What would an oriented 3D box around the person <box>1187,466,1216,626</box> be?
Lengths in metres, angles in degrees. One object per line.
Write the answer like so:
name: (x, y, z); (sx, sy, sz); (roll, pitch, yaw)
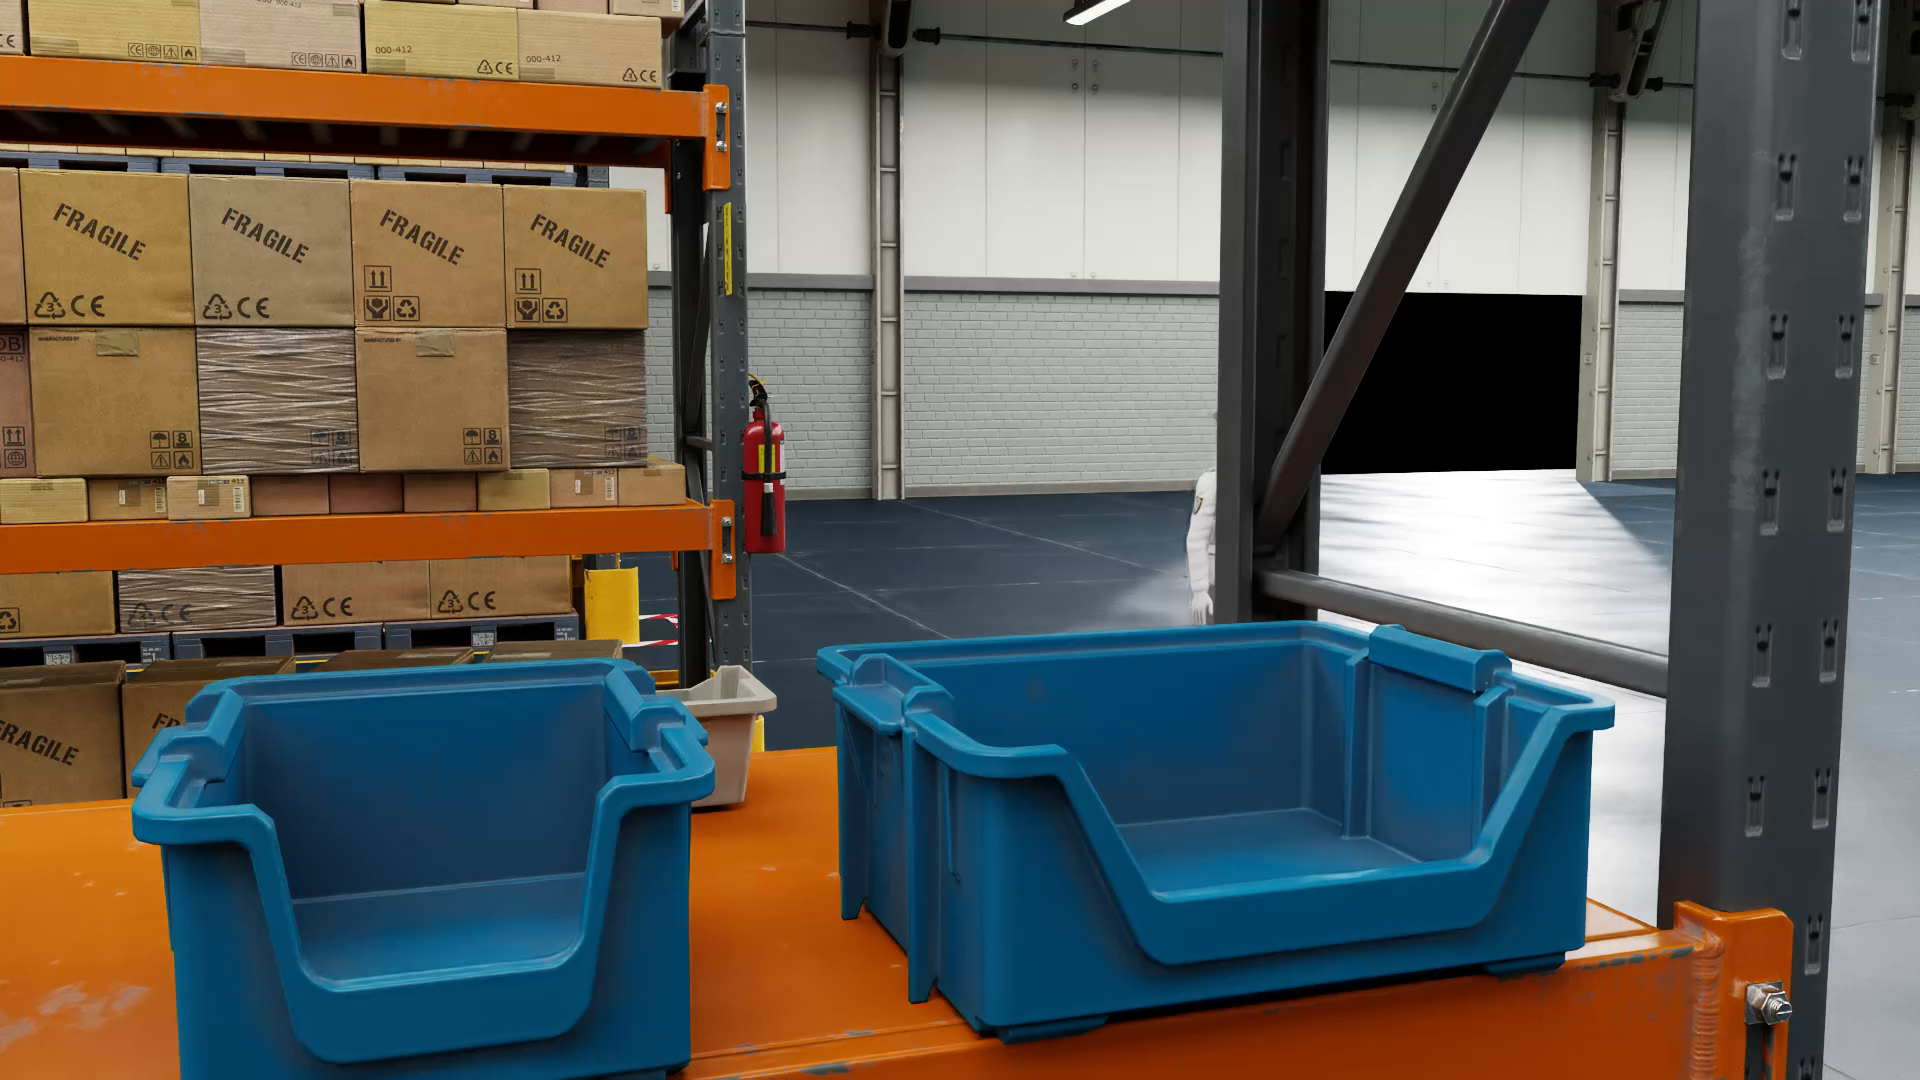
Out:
person: (1.257, 0.209, 7.498); (0.530, 1.619, 0.945); (-2, 6, -15)
